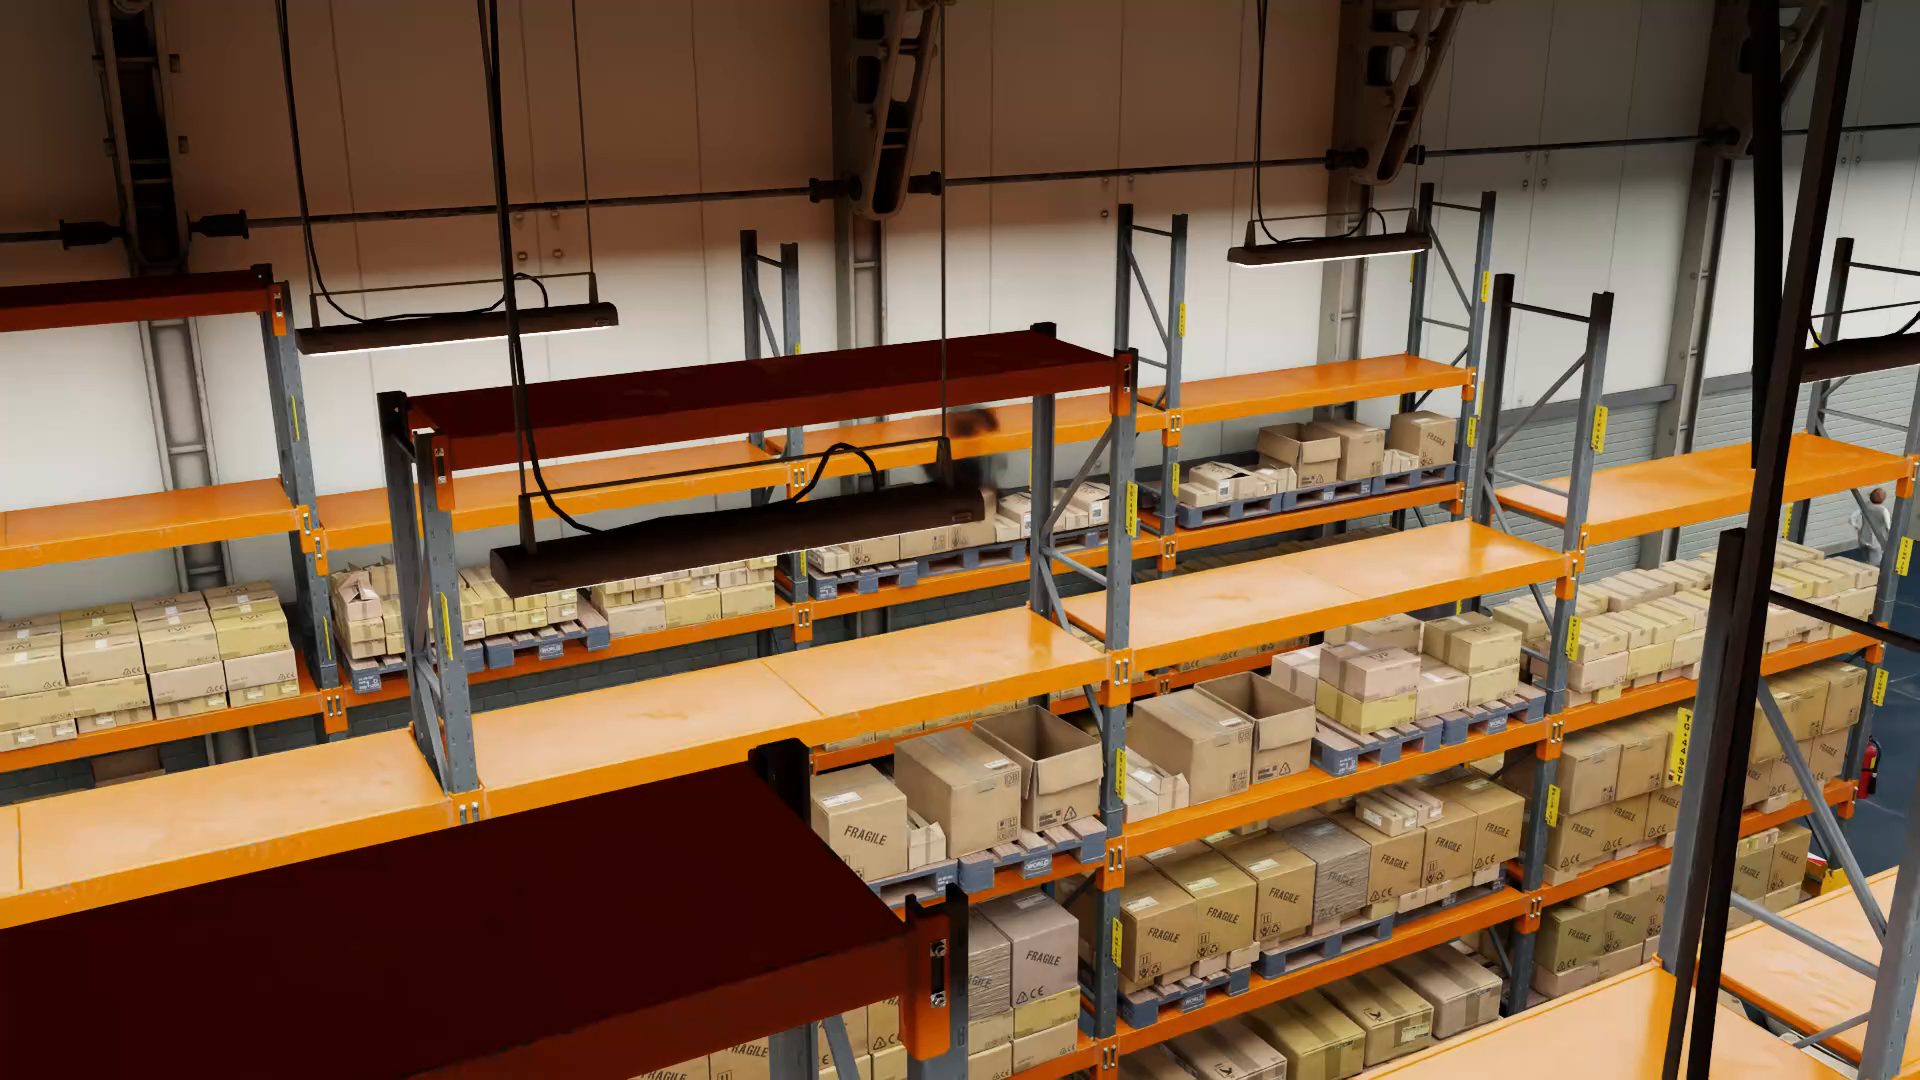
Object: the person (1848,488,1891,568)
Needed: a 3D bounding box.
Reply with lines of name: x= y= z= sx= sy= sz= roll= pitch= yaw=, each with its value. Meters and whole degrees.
person: x=12.507 y=0.041 z=22.876 sx=0.819 sy=1.575 sz=0.552 roll=-10 pitch=21 yaw=-27
